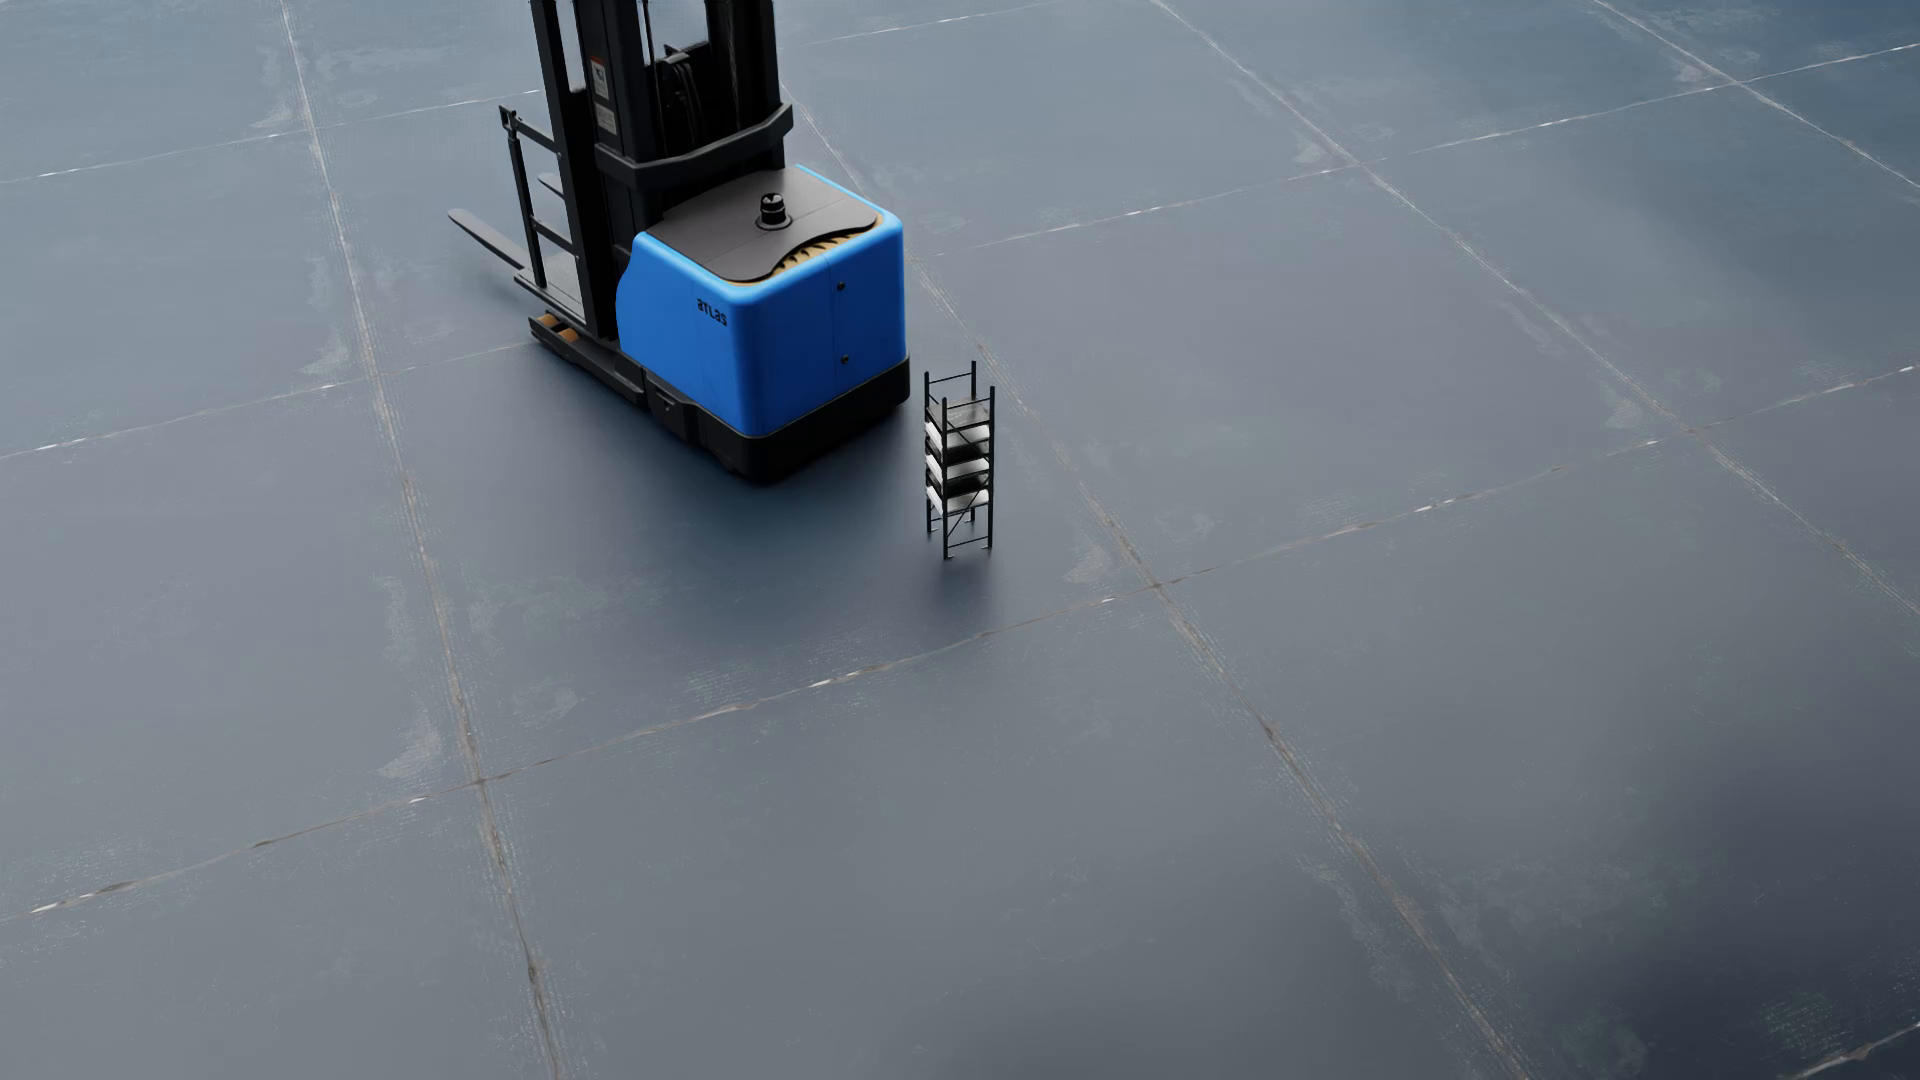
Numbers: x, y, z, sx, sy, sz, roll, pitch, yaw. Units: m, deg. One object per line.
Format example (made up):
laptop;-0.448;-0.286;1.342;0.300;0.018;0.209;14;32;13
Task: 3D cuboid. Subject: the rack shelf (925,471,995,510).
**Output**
rack shelf;-0.003;-0.253;7.461;0.258;0.077;0.200;-15;43;-17

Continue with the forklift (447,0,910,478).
forklift;-1.641;-2.266;8.056;1.130;2.935;3.031;-33;50;-32

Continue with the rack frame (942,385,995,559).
rack frame;0.036;-0.285;7.310;0.240;0.900;0.006;-15;43;-17

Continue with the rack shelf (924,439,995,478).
rack shelf;-0.003;-0.389;7.344;0.258;0.077;0.200;-15;43;-17

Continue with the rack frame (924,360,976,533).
rack frame;-0.042;-0.407;7.452;0.240;0.900;0.006;-15;43;-17

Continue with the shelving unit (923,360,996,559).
shelving unit;-0.003;-0.346;7.381;0.258;0.900;0.210;-15;43;-17

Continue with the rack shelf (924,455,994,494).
rack shelf;-0.003;-0.321;7.403;0.258;0.077;0.200;-15;43;-17

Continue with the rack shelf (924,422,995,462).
rack shelf;-0.003;-0.457;7.285;0.258;0.077;0.200;-15;43;-17

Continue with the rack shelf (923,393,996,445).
rack shelf;-0.003;-0.526;7.227;0.258;0.077;0.200;-15;43;-17

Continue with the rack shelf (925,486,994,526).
rack shelf;-0.003;-0.184;7.520;0.258;0.077;0.200;-15;43;-17
